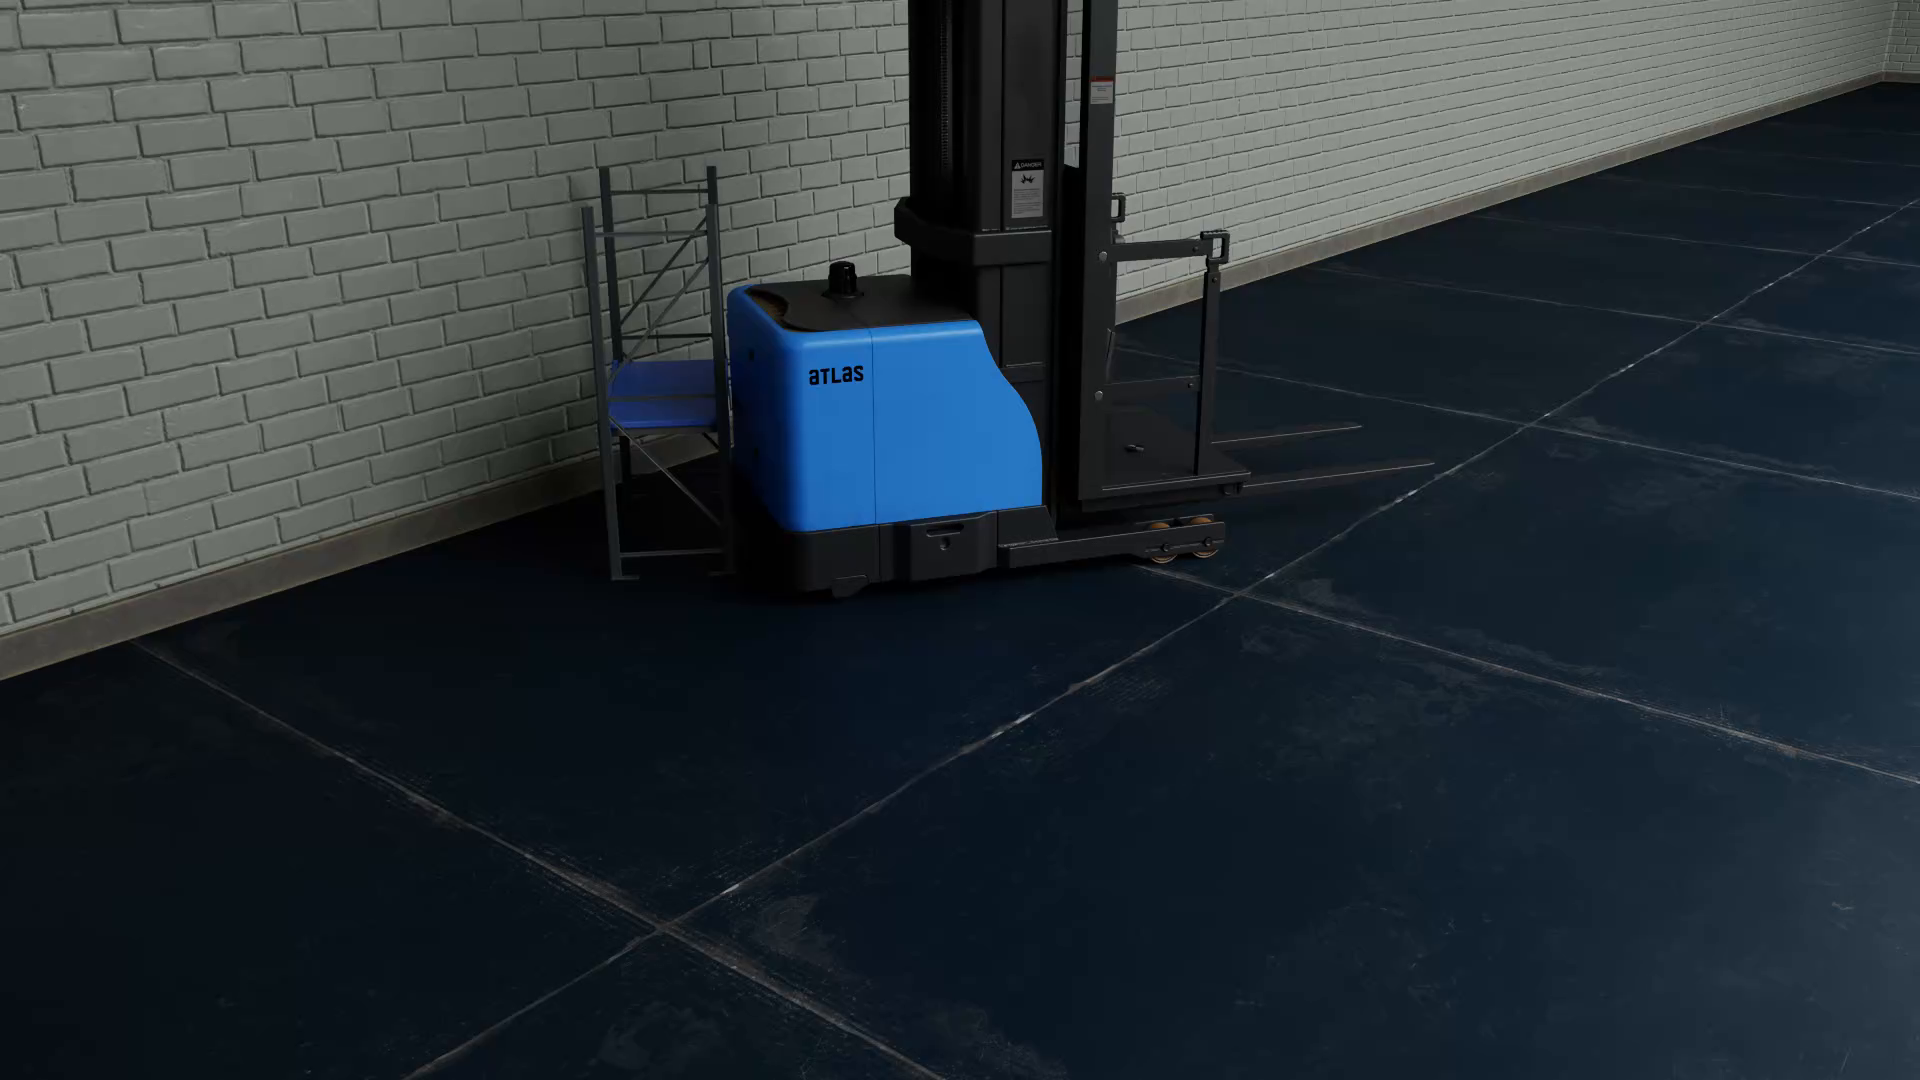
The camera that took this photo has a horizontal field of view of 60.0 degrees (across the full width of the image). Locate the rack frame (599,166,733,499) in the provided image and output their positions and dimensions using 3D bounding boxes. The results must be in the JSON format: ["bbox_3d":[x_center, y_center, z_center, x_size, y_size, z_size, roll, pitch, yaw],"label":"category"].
[{"bbox_3d":[-1.306,-0.909,7.453,0.500,1.500,0.032,-3,21,-7],"label":"rack frame"}]

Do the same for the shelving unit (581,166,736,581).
[{"bbox_3d":[-1.236,-0.731,6.982,0.538,1.500,1.048,-3,21,-7],"label":"shelving unit"}]

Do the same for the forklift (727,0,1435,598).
[{"bbox_3d":[0.589,-1.443,6.841,3.031,2.935,1.130,-7,22,-18],"label":"forklift"}]

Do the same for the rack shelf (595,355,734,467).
[{"bbox_3d":[-1.236,-0.563,7.045,0.538,0.185,1.000,-3,21,-7],"label":"rack shelf"}]

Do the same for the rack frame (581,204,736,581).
[{"bbox_3d":[-1.167,-0.553,6.510,0.500,1.500,0.032,-3,21,-7],"label":"rack frame"}]
